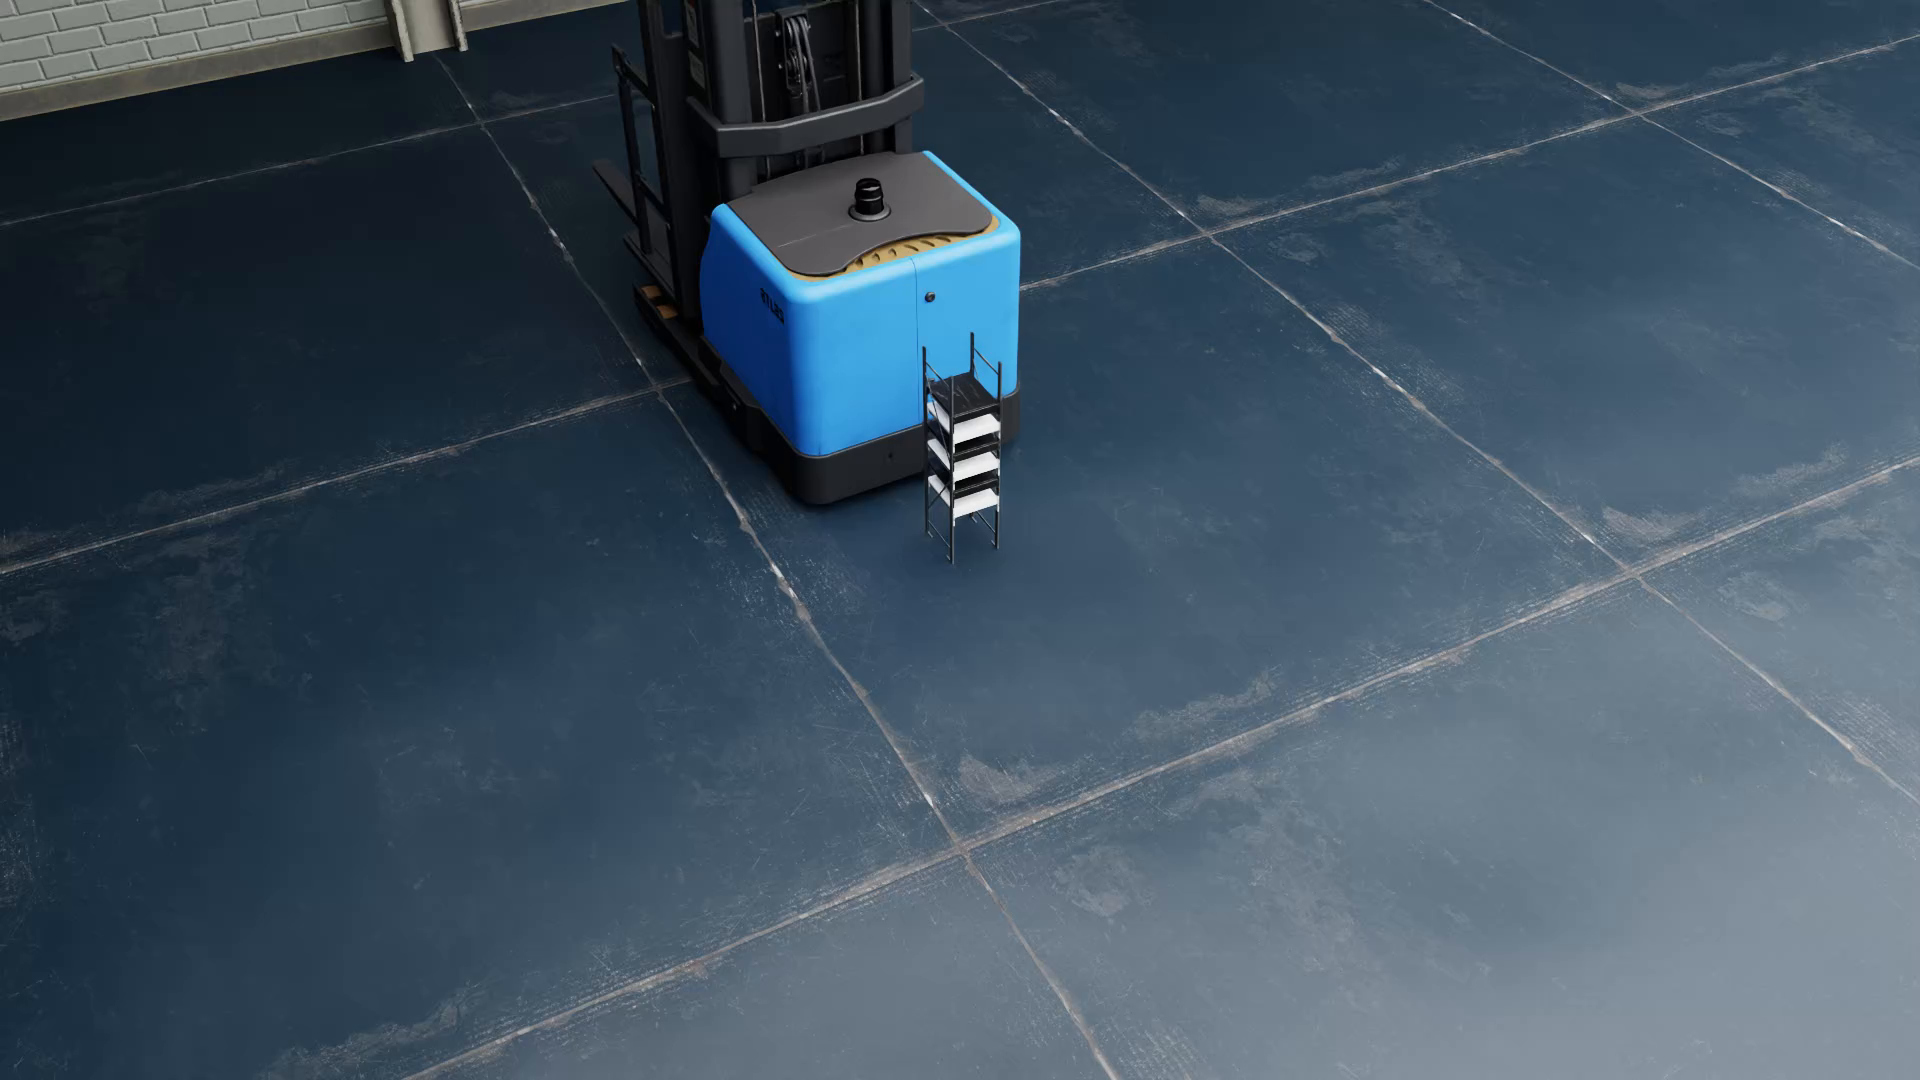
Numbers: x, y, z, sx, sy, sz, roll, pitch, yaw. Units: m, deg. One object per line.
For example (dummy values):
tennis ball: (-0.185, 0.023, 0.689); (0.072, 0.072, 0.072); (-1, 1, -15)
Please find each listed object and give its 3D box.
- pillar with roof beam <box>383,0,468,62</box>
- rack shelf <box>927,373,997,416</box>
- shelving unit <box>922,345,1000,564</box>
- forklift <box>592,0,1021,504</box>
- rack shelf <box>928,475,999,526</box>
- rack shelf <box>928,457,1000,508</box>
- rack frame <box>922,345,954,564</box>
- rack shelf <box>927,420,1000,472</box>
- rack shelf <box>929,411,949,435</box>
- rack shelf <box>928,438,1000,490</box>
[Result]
pillar with roof beam: (-1.320, -4.052, 4.571); (0.400, 9.000, 9.100); (-19, 44, -21)
rack shelf: (0.007, -0.542, 6.296); (0.190, 0.026, 0.221); (-19, 44, -21)
shelving unit: (0.005, -0.345, 6.461); (0.205, 0.900, 0.258); (-19, 44, -21)
forklift: (-0.906, -2.178, 7.103); (1.129, 2.867, 3.031); (-20, 44, -22)
rack shelf: (0.007, -0.183, 6.600); (0.200, 0.077, 0.258); (-19, 44, -21)
rack shelf: (0.007, -0.252, 6.542); (0.200, 0.077, 0.258); (-19, 44, -21)
rack frame: (-0.083, -0.316, 6.426); (0.006, 0.900, 0.240); (-19, 44, -21)
rack shelf: (0.007, -0.389, 6.425); (0.200, 0.077, 0.258); (-19, 44, -21)
rack shelf: (0.007, -0.469, 6.358); (0.184, 0.015, 0.199); (-19, 44, -21)
rack shelf: (0.007, -0.320, 6.484); (0.200, 0.077, 0.258); (-19, 44, -21)
